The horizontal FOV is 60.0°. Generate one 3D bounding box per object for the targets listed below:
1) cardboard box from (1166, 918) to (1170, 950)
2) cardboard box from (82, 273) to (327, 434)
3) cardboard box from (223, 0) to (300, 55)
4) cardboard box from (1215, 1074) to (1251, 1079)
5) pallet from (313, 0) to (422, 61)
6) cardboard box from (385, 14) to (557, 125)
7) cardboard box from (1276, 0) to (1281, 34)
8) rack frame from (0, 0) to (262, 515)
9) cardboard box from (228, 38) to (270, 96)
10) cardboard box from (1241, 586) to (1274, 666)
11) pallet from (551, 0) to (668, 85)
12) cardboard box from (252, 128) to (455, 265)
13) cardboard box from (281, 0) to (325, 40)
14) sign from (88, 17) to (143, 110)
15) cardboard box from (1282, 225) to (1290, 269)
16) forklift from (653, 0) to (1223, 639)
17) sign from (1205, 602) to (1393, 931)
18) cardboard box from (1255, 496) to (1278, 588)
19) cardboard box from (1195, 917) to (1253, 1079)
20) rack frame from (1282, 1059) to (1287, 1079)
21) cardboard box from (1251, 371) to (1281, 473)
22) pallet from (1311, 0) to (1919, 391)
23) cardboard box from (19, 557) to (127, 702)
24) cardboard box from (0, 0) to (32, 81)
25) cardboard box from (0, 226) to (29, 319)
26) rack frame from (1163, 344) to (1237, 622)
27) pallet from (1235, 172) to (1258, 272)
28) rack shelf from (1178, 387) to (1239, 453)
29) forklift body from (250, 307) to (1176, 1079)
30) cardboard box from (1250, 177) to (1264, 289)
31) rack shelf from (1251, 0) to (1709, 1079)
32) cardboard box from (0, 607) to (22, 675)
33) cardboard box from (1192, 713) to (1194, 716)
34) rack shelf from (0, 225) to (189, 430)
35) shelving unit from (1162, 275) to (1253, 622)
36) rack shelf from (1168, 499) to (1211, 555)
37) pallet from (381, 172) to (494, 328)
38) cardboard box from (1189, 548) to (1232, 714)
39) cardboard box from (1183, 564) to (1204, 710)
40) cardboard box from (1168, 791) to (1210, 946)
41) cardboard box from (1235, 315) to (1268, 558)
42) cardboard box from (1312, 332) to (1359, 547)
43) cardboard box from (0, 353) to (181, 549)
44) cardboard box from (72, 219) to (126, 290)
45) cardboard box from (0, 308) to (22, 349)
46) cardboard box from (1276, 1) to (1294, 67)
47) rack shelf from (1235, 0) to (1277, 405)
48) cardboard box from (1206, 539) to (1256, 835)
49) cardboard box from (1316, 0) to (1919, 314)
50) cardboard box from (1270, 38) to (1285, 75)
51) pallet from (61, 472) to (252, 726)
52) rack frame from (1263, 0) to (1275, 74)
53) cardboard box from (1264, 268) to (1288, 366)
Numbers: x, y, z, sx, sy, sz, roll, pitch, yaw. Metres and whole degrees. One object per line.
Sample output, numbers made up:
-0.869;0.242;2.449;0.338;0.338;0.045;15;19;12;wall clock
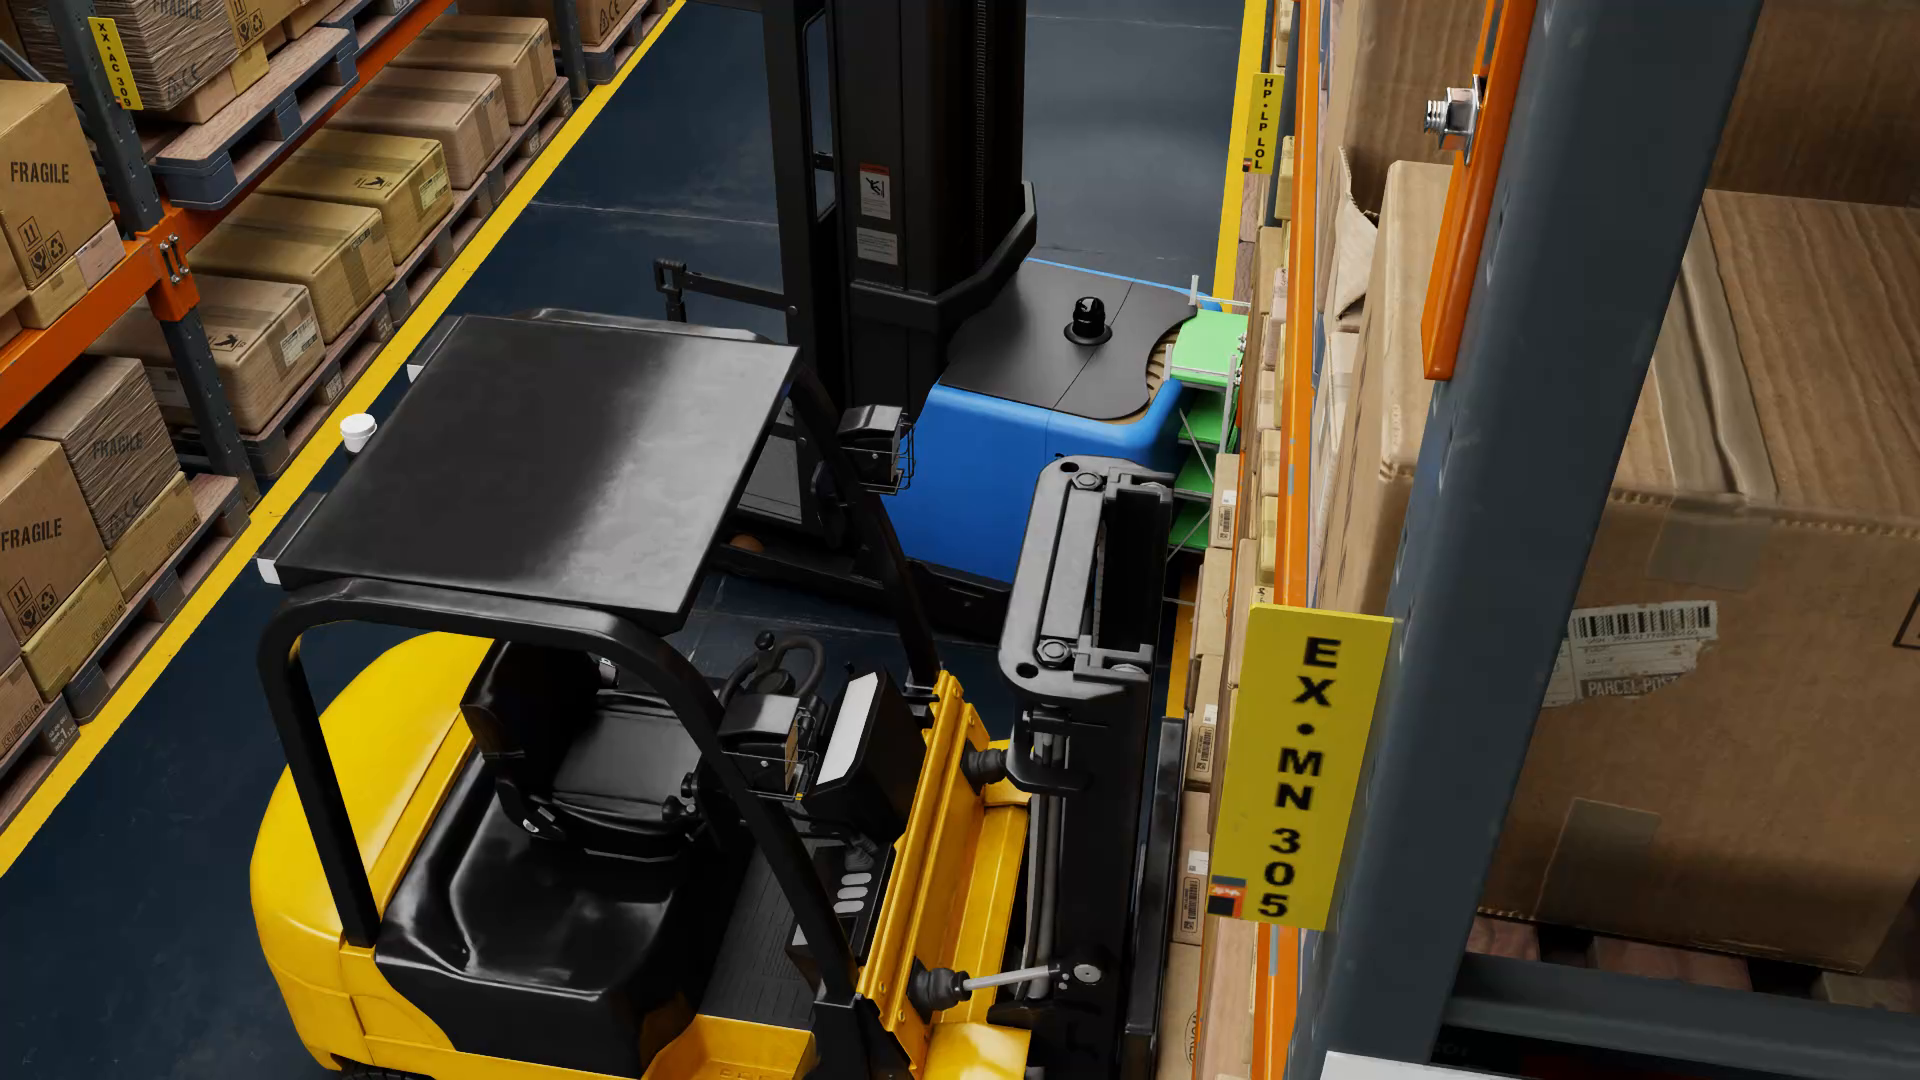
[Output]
0.807;1.120;4.477;0.500;0.250;0.500;6;40;8;cardboard box
-3.335;-0.825;7.127;0.950;0.372;0.625;7;40;8;cardboard box
-2.973;-2.239;6.462;0.500;0.500;0.500;7;40;8;cardboard box
0.573;1.008;2.589;0.380;0.149;0.250;7;40;8;cardboard box
-3.033;-2.536;7.614;1.003;0.211;1.213;6;40;8;pallet
-2.839;-2.653;9.337;0.950;0.372;0.625;4;40;5;cardboard box
1.667;-2.364;7.372;0.500;0.250;0.500;5;40;6;cardboard box
-3.423;-1.347;6.025;1.000;3.000;0.127;6;40;8;rack frame
-2.964;-1.879;6.537;0.380;0.149;0.250;7;40;9;cardboard box
0.751;0.245;3.278;0.380;0.149;0.250;7;40;9;cardboard box
-2.520;-3.269;10.538;1.003;0.211;1.213;6;40;8;pallet
-3.095;-1.713;8.201;0.950;0.372;0.625;8;40;9;cardboard box
-2.905;-2.223;6.952;0.380;0.149;0.250;7;40;8;cardboard box
-2.887;-1.625;5.682;0.100;0.325;0.005;6;40;8;sign
1.109;-0.756;4.723;0.380;0.149;0.250;7;40;9;cardboard box
-0.579;-1.279;5.997;3.031;2.935;1.130;14;42;17;forklift
0.242;0.173;1.200;0.100;0.325;0.005;6;40;8;sign
0.865;0.049;3.749;0.380;0.149;0.250;6;40;7;cardboard box
0.700;1.008;3.099;0.500;0.500;0.500;8;40;9;cardboard box
0.774;1.709;2.329;1.000;3.000;0.127;6;40;8;rack frame
0.929;-0.279;4.146;0.380;0.149;0.250;6;40;7;cardboard box
1.131;-0.622;2.864;1.003;0.211;1.213;6;40;8;pallet
-3.343;0.287;5.877;0.500;0.250;0.500;5;40;6;cardboard box
-3.569;-1.977;6.146;0.500;0.500;0.500;6;40;7;cardboard box
-3.337;-0.870;5.136;0.500;0.500;0.500;8;40;9;cardboard box
0.818;-0.173;6.003;0.240;1.200;0.015;11;40;13;rack frame
1.978;-1.725;8.671;1.003;0.211;1.213;6;40;8;pallet
0.887;-0.456;6.076;0.258;0.148;0.480;11;40;13;rack shelf
-0.695;0.645;4.282;2.313;2.155;1.214;6;40;8;forklift body
1.296;-1.089;5.831;0.500;0.250;0.500;7;40;9;cardboard box
1.120;-0.425;3.121;1.077;0.370;4.000;6;40;8;rack shelf
-3.435;0.303;5.269;0.500;0.500;0.500;8;40;10;cardboard box
0.993;0.489;5.240;0.500;0.250;0.500;6;40;7;cardboard box
-3.769;0.186;4.736;1.077;0.370;4.000;6;40;8;rack shelf
0.887;-0.319;6.186;0.258;1.200;0.503;11;40;13;shelving unit
0.886;-0.081;6.375;0.258;0.148;0.480;11;40;13;rack shelf
-3.081;-1.529;8.433;1.003;0.211;1.213;6;40;8;pallet
0.975;0.300;5.077;0.500;0.250;0.500;6;40;8;cardboard box
1.057;0.363;5.785;0.500;0.250;0.500;7;40;8;cardboard box
0.802;0.942;4.301;0.500;0.250;0.500;6;40;7;cardboard box
1.059;-0.262;4.634;0.500;0.500;0.500;7;40;8;cardboard box
0.618;-0.104;1.957;0.380;0.149;0.250;5;40;6;cardboard box
-3.261;-0.337;6.043;0.500;0.500;0.500;6;40;7;cardboard box
-3.178;-1.015;5.820;0.380;0.149;0.250;6;40;7;cardboard box
-3.337;-0.702;5.442;0.380;0.149;0.250;7;40;8;cardboard box
1.343;-1.821;6.010;0.380;0.149;0.250;5;40;6;cardboard box
1.812;-1.780;7.113;1.077;0.370;4.000;6;40;8;rack shelf
0.864;0.369;3.871;0.500;0.500;0.500;7;40;8;cardboard box
0.886;-0.623;2.309;0.700;0.500;0.500;7;40;8;cardboard box
1.381;-1.597;6.052;0.500;0.250;0.500;5;40;7;cardboard box
-3.505;0.153;6.399;1.003;0.211;1.213;6;40;8;pallet
2.159;-3.312;8.402;1.000;3.000;0.127;6;40;8;rack frame
0.982;-0.552;4.243;0.380;0.149;0.250;7;40;9;cardboard box
